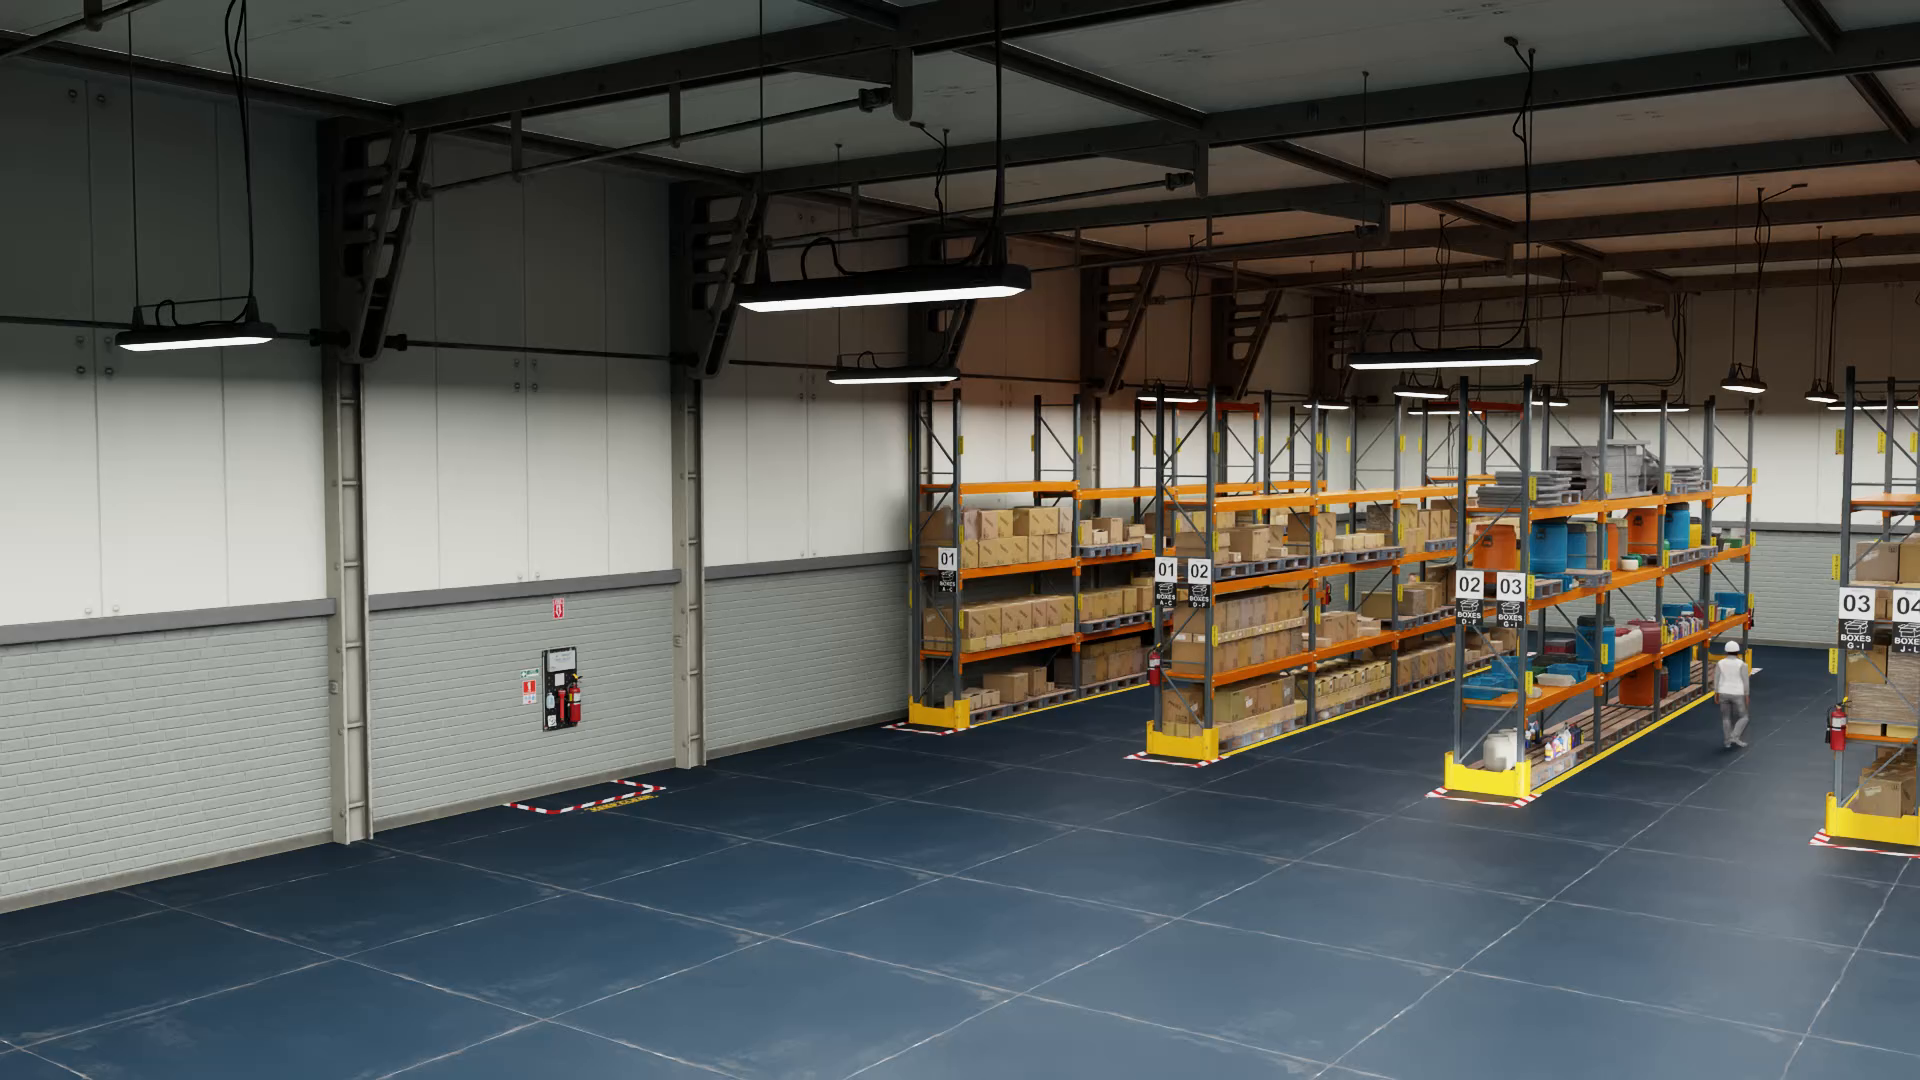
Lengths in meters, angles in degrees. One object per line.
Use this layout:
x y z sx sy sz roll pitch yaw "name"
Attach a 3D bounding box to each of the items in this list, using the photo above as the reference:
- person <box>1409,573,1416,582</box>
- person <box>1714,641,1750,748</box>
11.876 1.676 43.726 0.473 1.601 1.044 2 4 30 "person"
12.751 2.557 27.475 0.570 1.772 0.519 3 4 40 "person"
